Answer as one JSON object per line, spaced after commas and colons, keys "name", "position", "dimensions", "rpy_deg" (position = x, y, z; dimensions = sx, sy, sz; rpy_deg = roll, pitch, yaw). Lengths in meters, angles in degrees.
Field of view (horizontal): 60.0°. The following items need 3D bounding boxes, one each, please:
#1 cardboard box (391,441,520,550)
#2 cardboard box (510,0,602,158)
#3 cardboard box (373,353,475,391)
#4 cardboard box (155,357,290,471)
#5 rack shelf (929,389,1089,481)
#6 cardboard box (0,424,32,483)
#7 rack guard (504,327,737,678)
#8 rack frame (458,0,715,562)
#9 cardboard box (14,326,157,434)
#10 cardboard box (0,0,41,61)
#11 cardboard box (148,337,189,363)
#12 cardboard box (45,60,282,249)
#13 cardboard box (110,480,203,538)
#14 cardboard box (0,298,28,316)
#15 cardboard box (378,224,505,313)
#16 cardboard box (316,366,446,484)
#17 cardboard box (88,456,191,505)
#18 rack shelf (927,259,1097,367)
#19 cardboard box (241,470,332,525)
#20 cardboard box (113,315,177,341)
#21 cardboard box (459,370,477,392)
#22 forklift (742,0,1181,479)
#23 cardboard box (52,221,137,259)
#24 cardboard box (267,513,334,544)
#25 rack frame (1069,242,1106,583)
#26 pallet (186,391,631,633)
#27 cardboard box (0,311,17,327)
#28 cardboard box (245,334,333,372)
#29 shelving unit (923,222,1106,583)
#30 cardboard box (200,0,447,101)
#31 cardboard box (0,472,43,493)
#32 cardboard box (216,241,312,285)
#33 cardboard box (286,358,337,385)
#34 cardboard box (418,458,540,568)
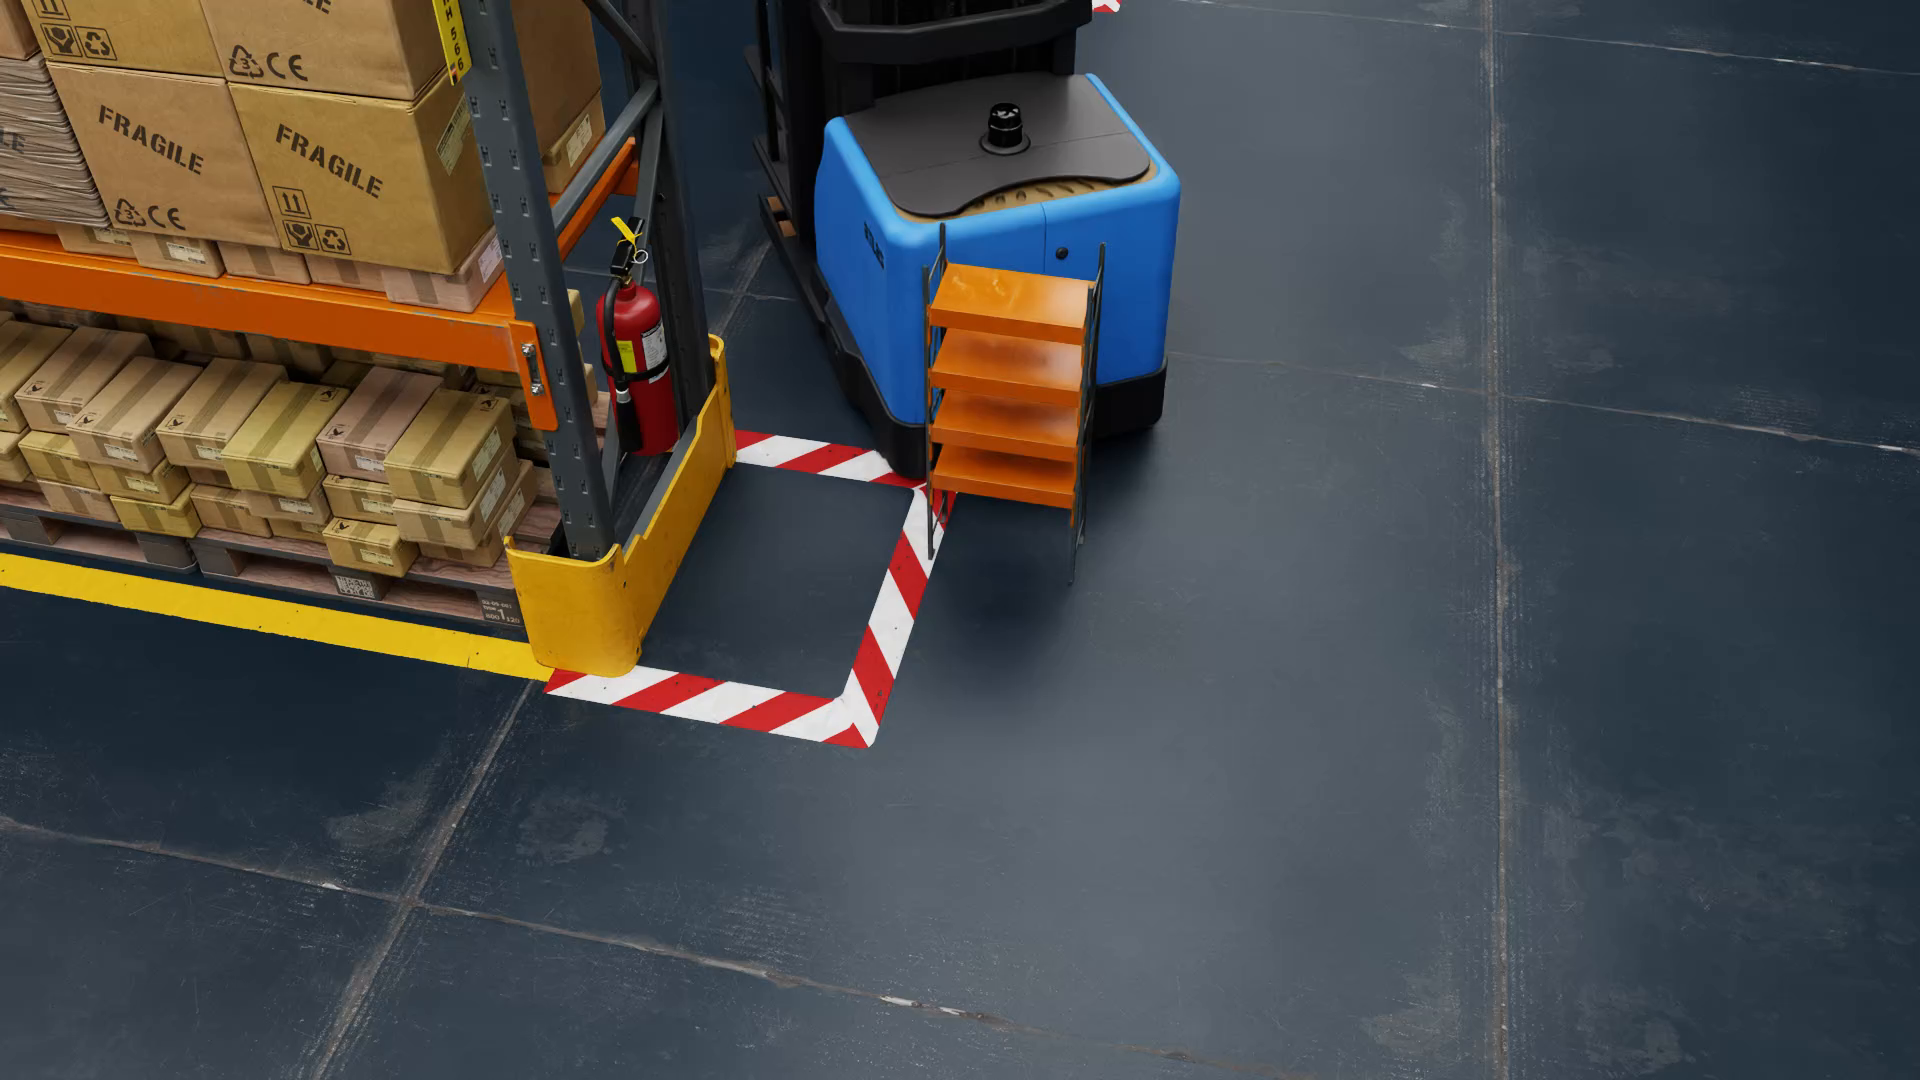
{"name": "cardboard box", "position": [-1.599, -0.162, 5.293], "dimensions": [0.250, 0.149, 0.380], "rpy_deg": [8, 44, 8]}
{"name": "cardboard box", "position": [-1.400, -1.442, 4.798], "dimensions": [0.500, 0.500, 0.500], "rpy_deg": [11, 45, 11]}
{"name": "cardboard box", "position": [-1.755, -0.652, 5.588], "dimensions": [0.250, 0.149, 0.380], "rpy_deg": [10, 45, 10]}
{"name": "cardboard box", "position": [-2.346, -0.403, 5.329], "dimensions": [0.250, 0.149, 0.380], "rpy_deg": [7, 44, 7]}
{"name": "rack shelf", "position": [0.162, -0.359, 5.354], "dimensions": [0.480, 0.148, 0.258], "rpy_deg": [9, 45, 9]}
{"name": "cardboard box", "position": [-3.136, -0.383, 5.523], "dimensions": [0.250, 0.149, 0.380], "rpy_deg": [9, 45, 9]}
{"name": "rack guard", "position": [-1.096, -0.154, 5.550], "dimensions": [0.348, 0.500, 1.175], "rpy_deg": [9, 45, 9]}
{"name": "rack frame", "position": [-1.022, -1.043, 4.671], "dimensions": [0.127, 3.000, 1.000], "rpy_deg": [9, 45, 9]}
{"name": "cardboard box", "position": [-2.853, -0.521, 5.452], "dimensions": [0.250, 0.149, 0.380], "rpy_deg": [7, 44, 8]}
{"name": "cardboard box", "position": [-2.527, -1.597, 4.239], "dimensions": [0.500, 0.500, 0.500], "rpy_deg": [11, 45, 11]}
{"name": "cardboard box", "position": [-2.770, -0.686, 5.838], "dimensions": [0.250, 0.149, 0.380], "rpy_deg": [11, 45, 11]}
{"name": "cardboard box", "position": [-2.018, -1.162, 4.508], "dimensions": [0.500, 0.500, 0.500], "rpy_deg": [8, 45, 8]}
{"name": "cardboard box", "position": [-2.600, -0.200, 5.547], "dimensions": [0.250, 0.149, 0.380], "rpy_deg": [7, 44, 7]}
{"name": "cardboard box", "position": [-3.233, -0.962, 5.910], "dimensions": [0.250, 0.149, 0.380], "rpy_deg": [7, 44, 8]}
{"name": "cardboard box", "position": [-1.402, -0.811, 4.611], "dimensions": [0.250, 0.149, 0.380], "rpy_deg": [9, 45, 9]}
{"name": "cardboard box", "position": [-1.827, -0.367, 5.293], "dimensions": [0.250, 0.149, 0.380], "rpy_deg": [10, 45, 10]}
{"name": "cardboard box", "position": [-2.615, -0.309, 5.446], "dimensions": [0.250, 0.149, 0.380], "rpy_deg": [9, 45, 10]}
{"name": "rack shelf", "position": [0.162, -0.690, 5.035], "dimensions": [0.480, 0.148, 0.258], "rpy_deg": [9, 45, 9]}
{"name": "cardboard box", "position": [-2.107, -0.239, 5.374], "dimensions": [0.250, 0.149, 0.380], "rpy_deg": [7, 44, 7]}
{"name": "cardboard box", "position": [-2.748, -0.877, 5.822], "dimensions": [0.250, 0.149, 0.380], "rpy_deg": [9, 45, 10]}
{"name": "cardboard box", "position": [-1.732, -0.607, 5.757], "dimensions": [0.250, 0.149, 0.380], "rpy_deg": [9, 45, 9]}
{"name": "forklift", "position": [-0.214, -2.311, 6.038], "dimensions": [1.130, 2.935, 3.031], "rpy_deg": [-13, 46, -14]}
{"name": "cardboard box", "position": [-2.389, -0.985, 4.791], "dimensions": [0.250, 0.149, 0.380], "rpy_deg": [7, 44, 7]}
{"name": "cardboard box", "position": [-2.093, -0.175, 5.522], "dimensions": [0.250, 0.149, 0.380], "rpy_deg": [9, 45, 9]}
{"name": "rack frame", "position": [0.400, -0.370, 5.269], "dimensions": [0.015, 1.200, 0.240], "rpy_deg": [9, 45, 9]}
{"name": "pallet", "position": [-1.881, -0.197, 5.803], "dimensions": [1.213, 0.211, 1.003], "rpy_deg": [9, 45, 9]}
{"name": "cardboard box", "position": [-3.347, -0.605, 5.540], "dimensions": [0.250, 0.149, 0.380], "rpy_deg": [7, 44, 7]}
{"name": "cardboard box", "position": [-2.233, -0.758, 5.698], "dimensions": [0.250, 0.149, 0.380], "rpy_deg": [7, 44, 7]}
{"name": "shelving unit", "position": [0.162, -0.407, 5.308], "dimensions": [0.503, 1.200, 0.258], "rpy_deg": [9, 45, 9]}
{"name": "cardboard box", "position": [-1.523, -1.448, 4.084], "dimensions": [0.500, 0.500, 0.500], "rpy_deg": [8, 44, 8]}
{"name": "cardboard box", "position": [-3.092, -0.344, 5.697], "dimensions": [0.250, 0.149, 0.380], "rpy_deg": [10, 45, 10]}
{"name": "cardboard box", "position": [-1.884, -0.902, 4.705], "dimensions": [0.250, 0.149, 0.380], "rpy_deg": [8, 45, 9]}
{"name": "cardboard box", "position": [-2.217, -0.697, 5.850], "dimensions": [0.250, 0.149, 0.380], "rpy_deg": [10, 45, 10]}
{"name": "cardboard box", "position": [-1.581, -0.106, 5.450], "dimensions": [0.250, 0.149, 0.380], "rpy_deg": [10, 45, 10]}
